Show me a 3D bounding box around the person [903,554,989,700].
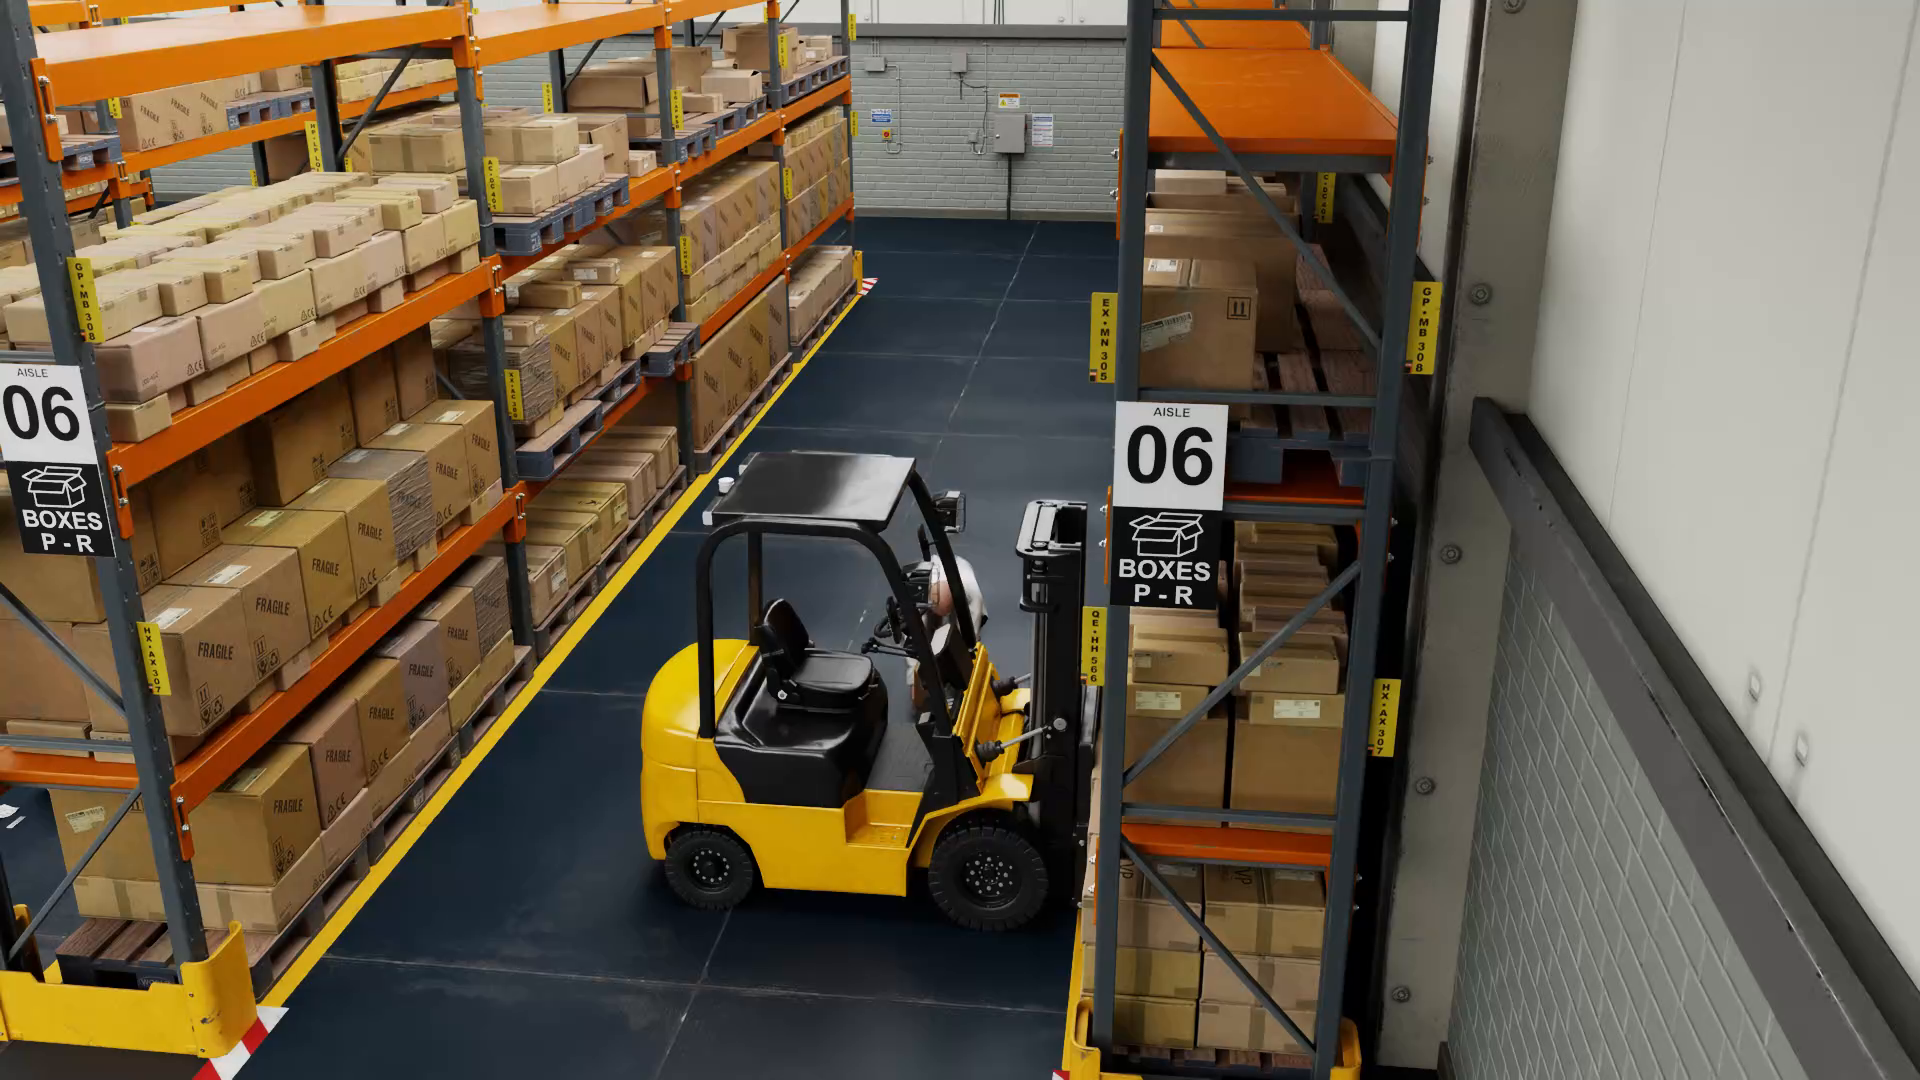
[{"bbox_3d":[-0.114,0.592,10.623,0.587,1.013,0.935,2,21,4],"label":"person"}]
